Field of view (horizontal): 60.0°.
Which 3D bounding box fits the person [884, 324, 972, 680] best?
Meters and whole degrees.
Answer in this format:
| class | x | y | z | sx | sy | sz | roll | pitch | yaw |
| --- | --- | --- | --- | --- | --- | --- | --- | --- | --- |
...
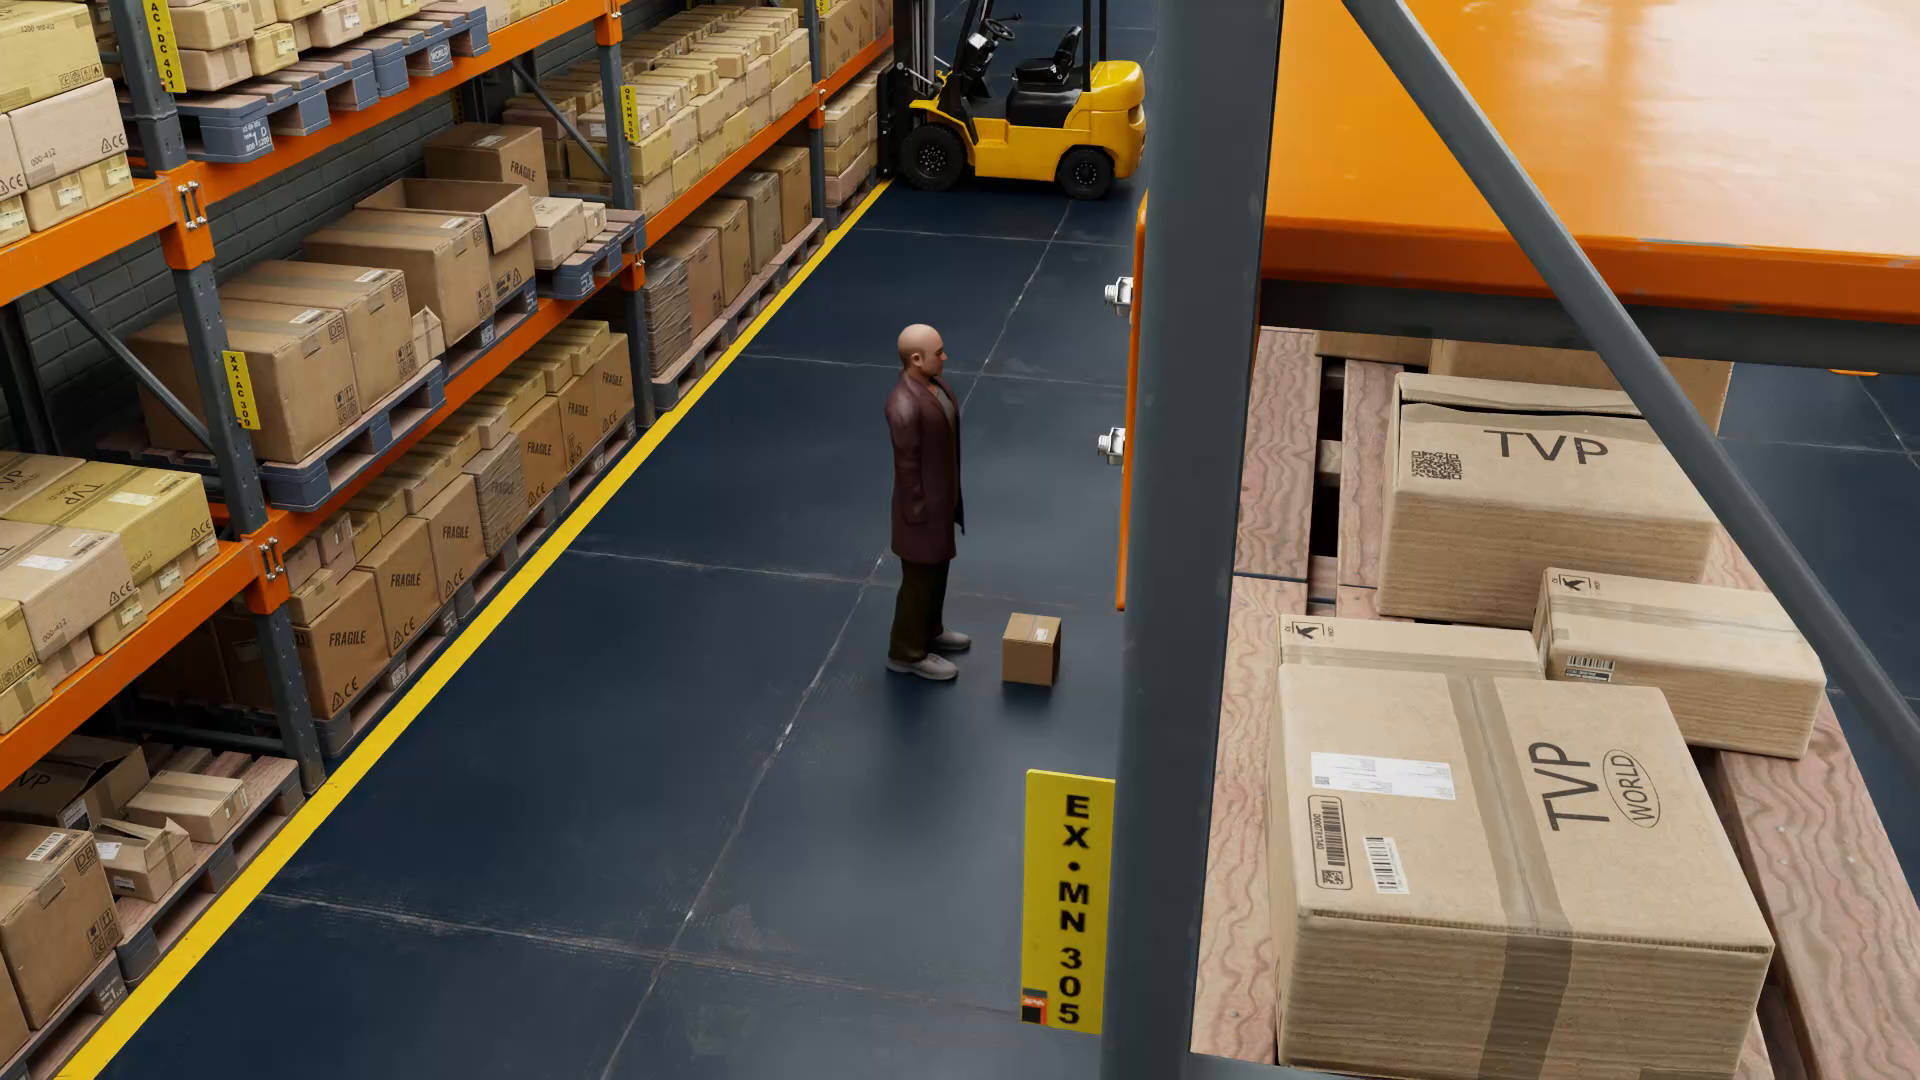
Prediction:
| class | x | y | z | sx | sy | sz | roll | pitch | yaw |
| --- | --- | --- | --- | --- | --- | --- | --- | --- | --- |
| person | -0.150 | -0.102 | 8.048 | 0.376 | 1.571 | 0.559 | 7 | 29 | 12 |
